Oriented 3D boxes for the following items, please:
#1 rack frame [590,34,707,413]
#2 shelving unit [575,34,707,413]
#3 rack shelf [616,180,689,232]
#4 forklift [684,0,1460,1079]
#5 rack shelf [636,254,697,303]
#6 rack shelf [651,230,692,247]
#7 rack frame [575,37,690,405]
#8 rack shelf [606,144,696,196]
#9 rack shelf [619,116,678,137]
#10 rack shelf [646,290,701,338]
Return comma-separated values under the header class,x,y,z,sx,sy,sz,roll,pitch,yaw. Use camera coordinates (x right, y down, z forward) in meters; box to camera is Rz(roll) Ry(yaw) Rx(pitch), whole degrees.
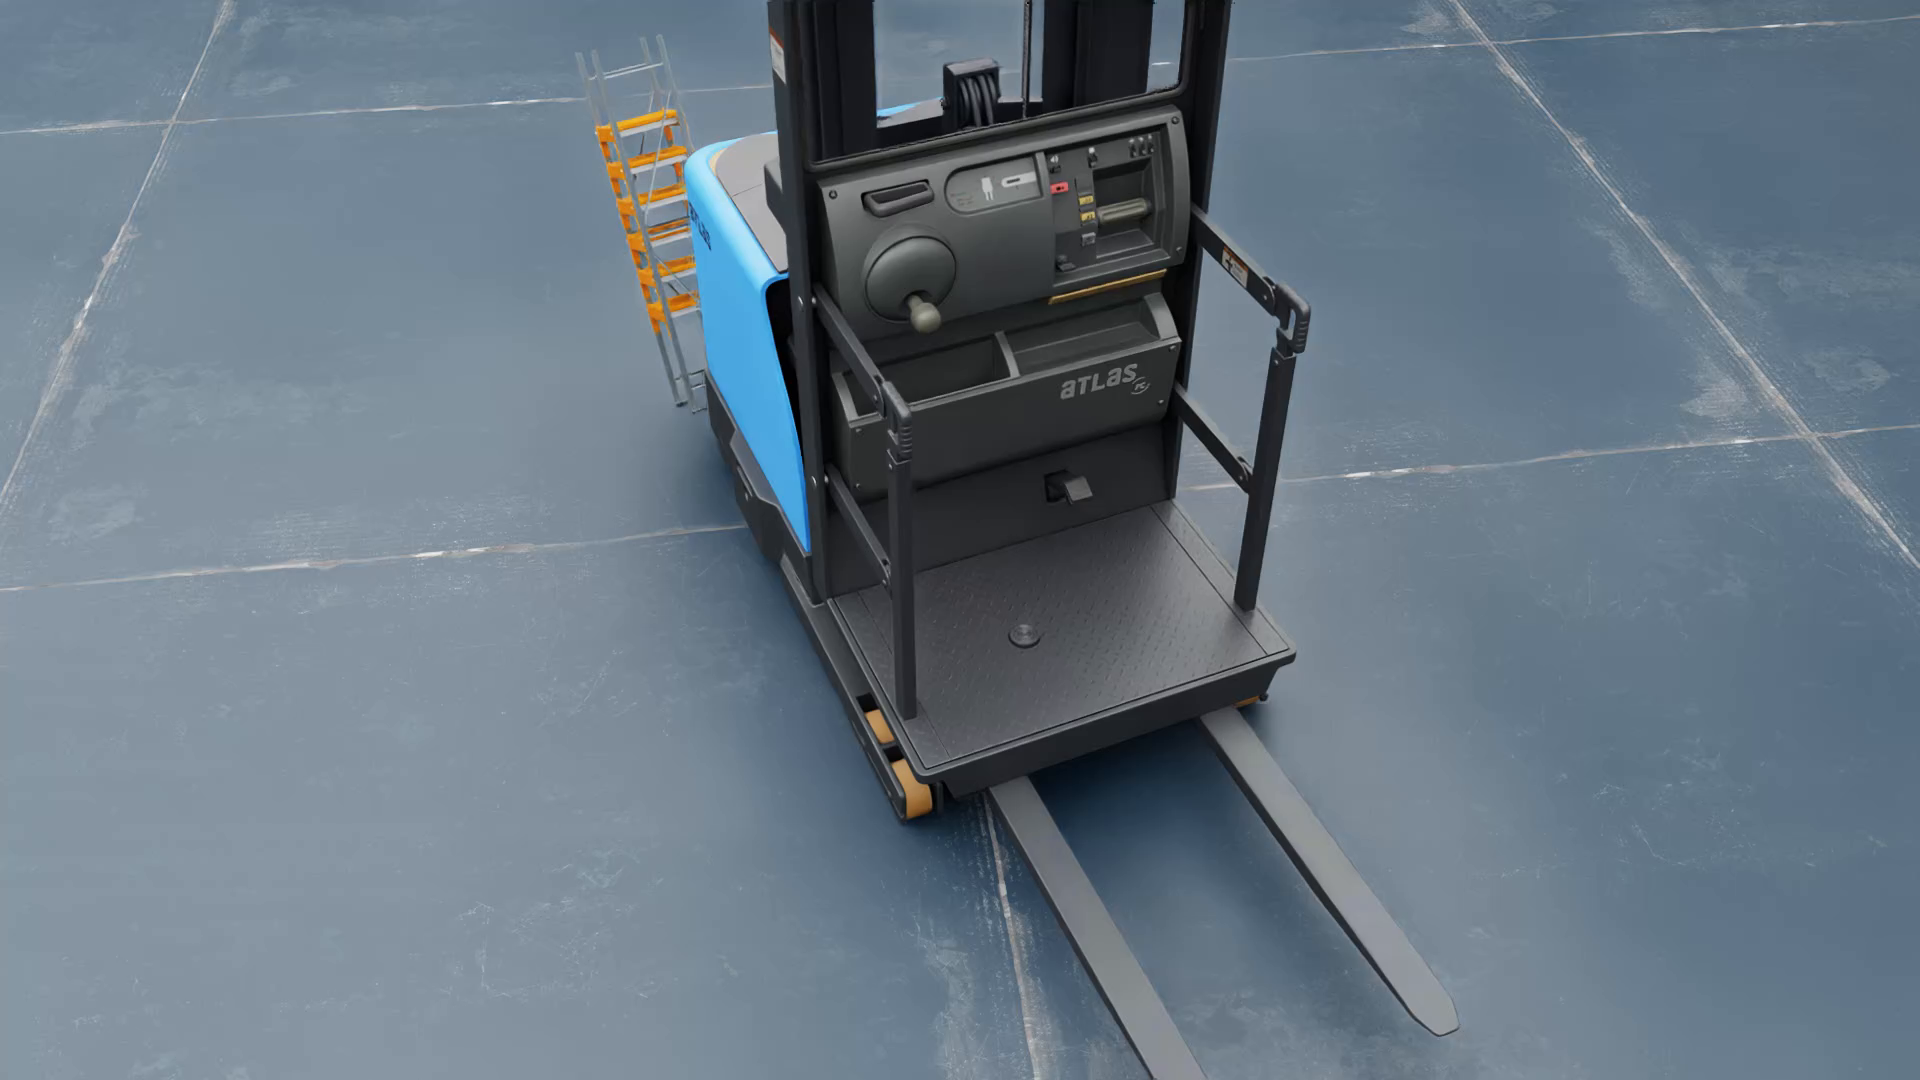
class,x,y,z,sx,sy,sz,roll,pitch,yaw
rack frame,-0.925,-1.018,5.446,0.240,1.200,0.006,-21,22,-22
shelving unit,-0.967,-1.038,5.525,0.258,1.200,0.189,-21,22,-22
rack shelf,-0.983,-1.107,5.500,0.258,0.103,0.180,-21,22,-22
forklift,0.212,-0.645,3.843,1.129,2.843,3.031,-16,44,-17
rack shelf,-0.932,-0.887,5.582,0.258,0.103,0.180,-21,22,-22
rack shelf,-0.962,-1.015,5.534,0.199,0.020,0.166,-21,22,-22
rack frame,-1.009,-1.057,5.604,0.240,1.200,0.006,-21,22,-22
rack shelf,-1.009,-1.217,5.459,0.258,0.103,0.180,-21,22,-22
rack shelf,-1.038,-1.345,5.411,0.199,0.020,0.166,-21,22,-22
rack shelf,-0.907,-0.777,5.622,0.258,0.103,0.180,-21,22,-22
